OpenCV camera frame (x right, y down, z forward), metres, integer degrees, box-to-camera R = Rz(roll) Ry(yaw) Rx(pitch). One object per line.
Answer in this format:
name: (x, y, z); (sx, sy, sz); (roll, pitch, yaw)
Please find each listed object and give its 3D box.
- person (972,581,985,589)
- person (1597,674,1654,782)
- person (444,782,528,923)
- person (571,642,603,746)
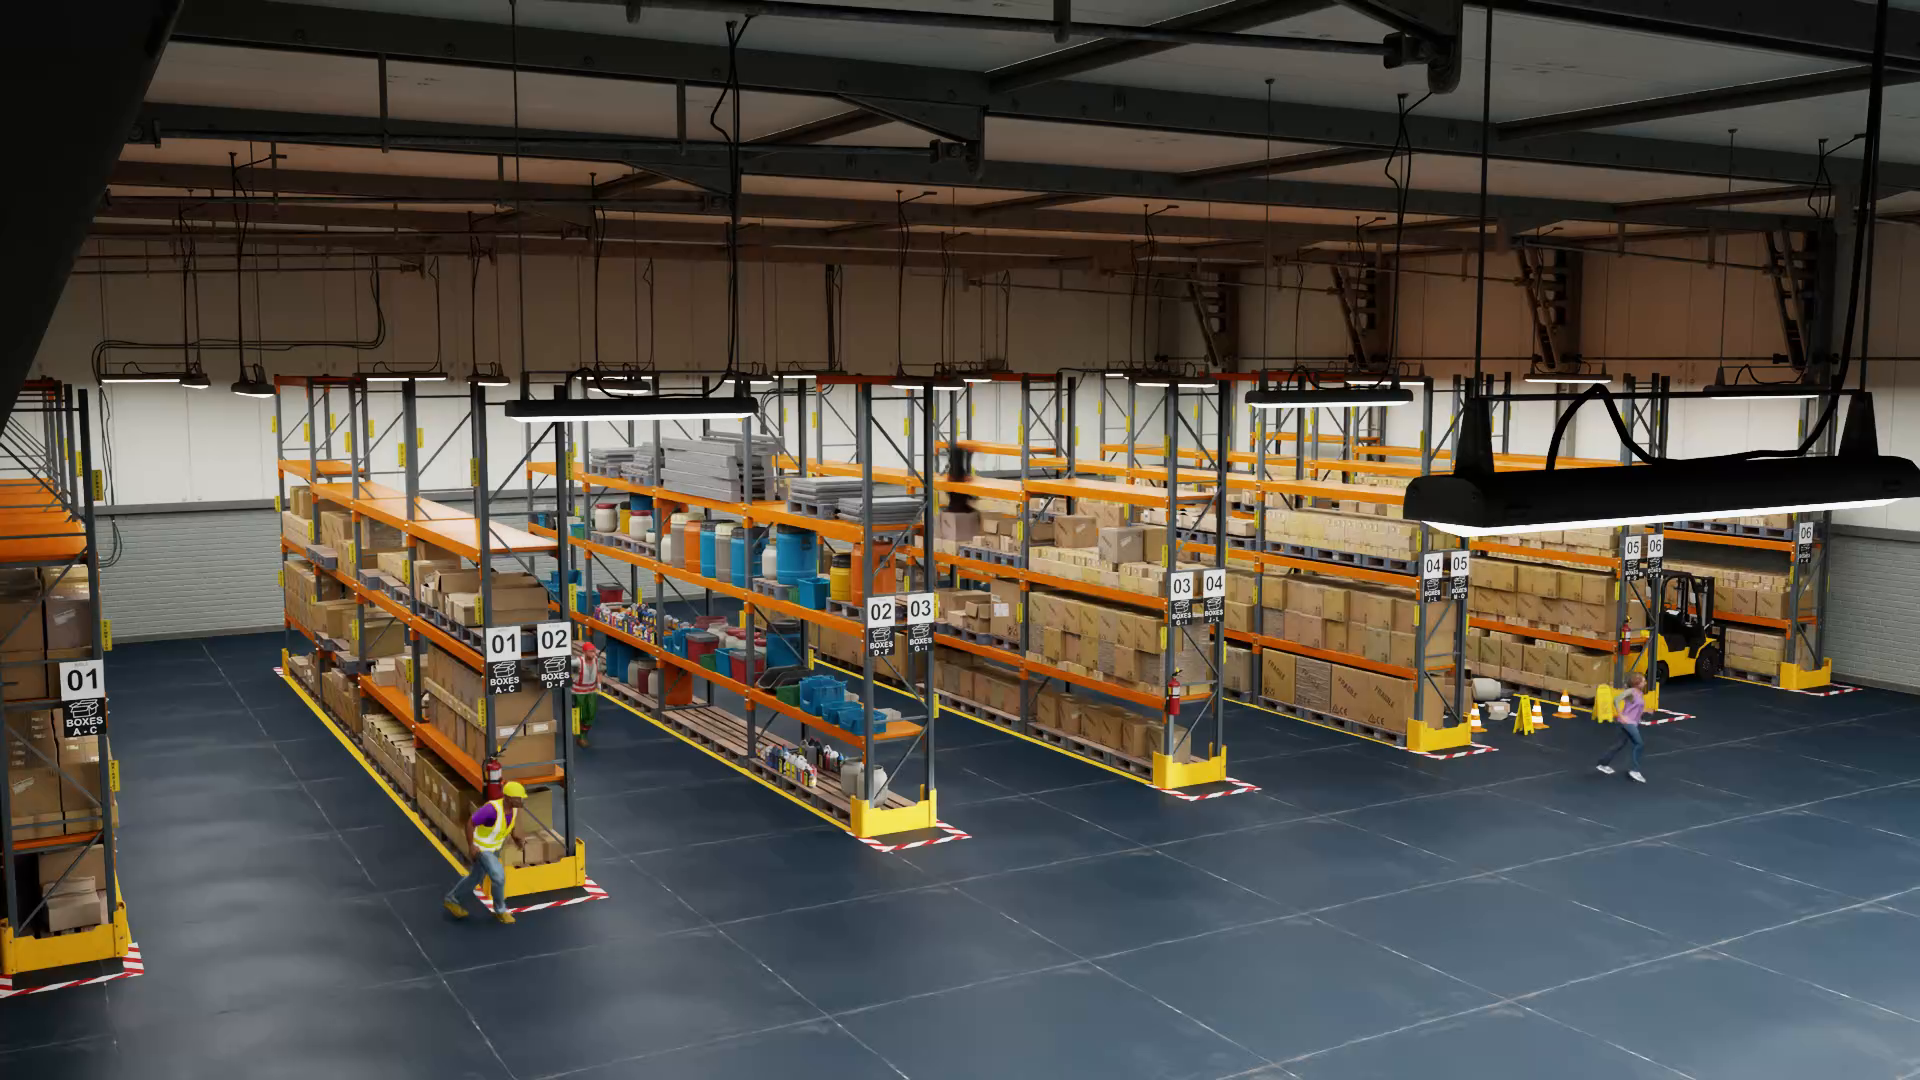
person: (0.386, 0.627, 45.063); (0.526, 1.580, 0.817); (4, 8, 35)
person: (10.046, 2.788, 25.080); (0.758, 1.543, 0.635); (4, 7, 33)
person: (-5.345, 3.508, 18.729); (1.066, 1.651, 0.702); (2, 7, 18)
person: (-6.183, 2.501, 27.282); (0.670, 1.715, 0.700); (-6, 8, -41)
